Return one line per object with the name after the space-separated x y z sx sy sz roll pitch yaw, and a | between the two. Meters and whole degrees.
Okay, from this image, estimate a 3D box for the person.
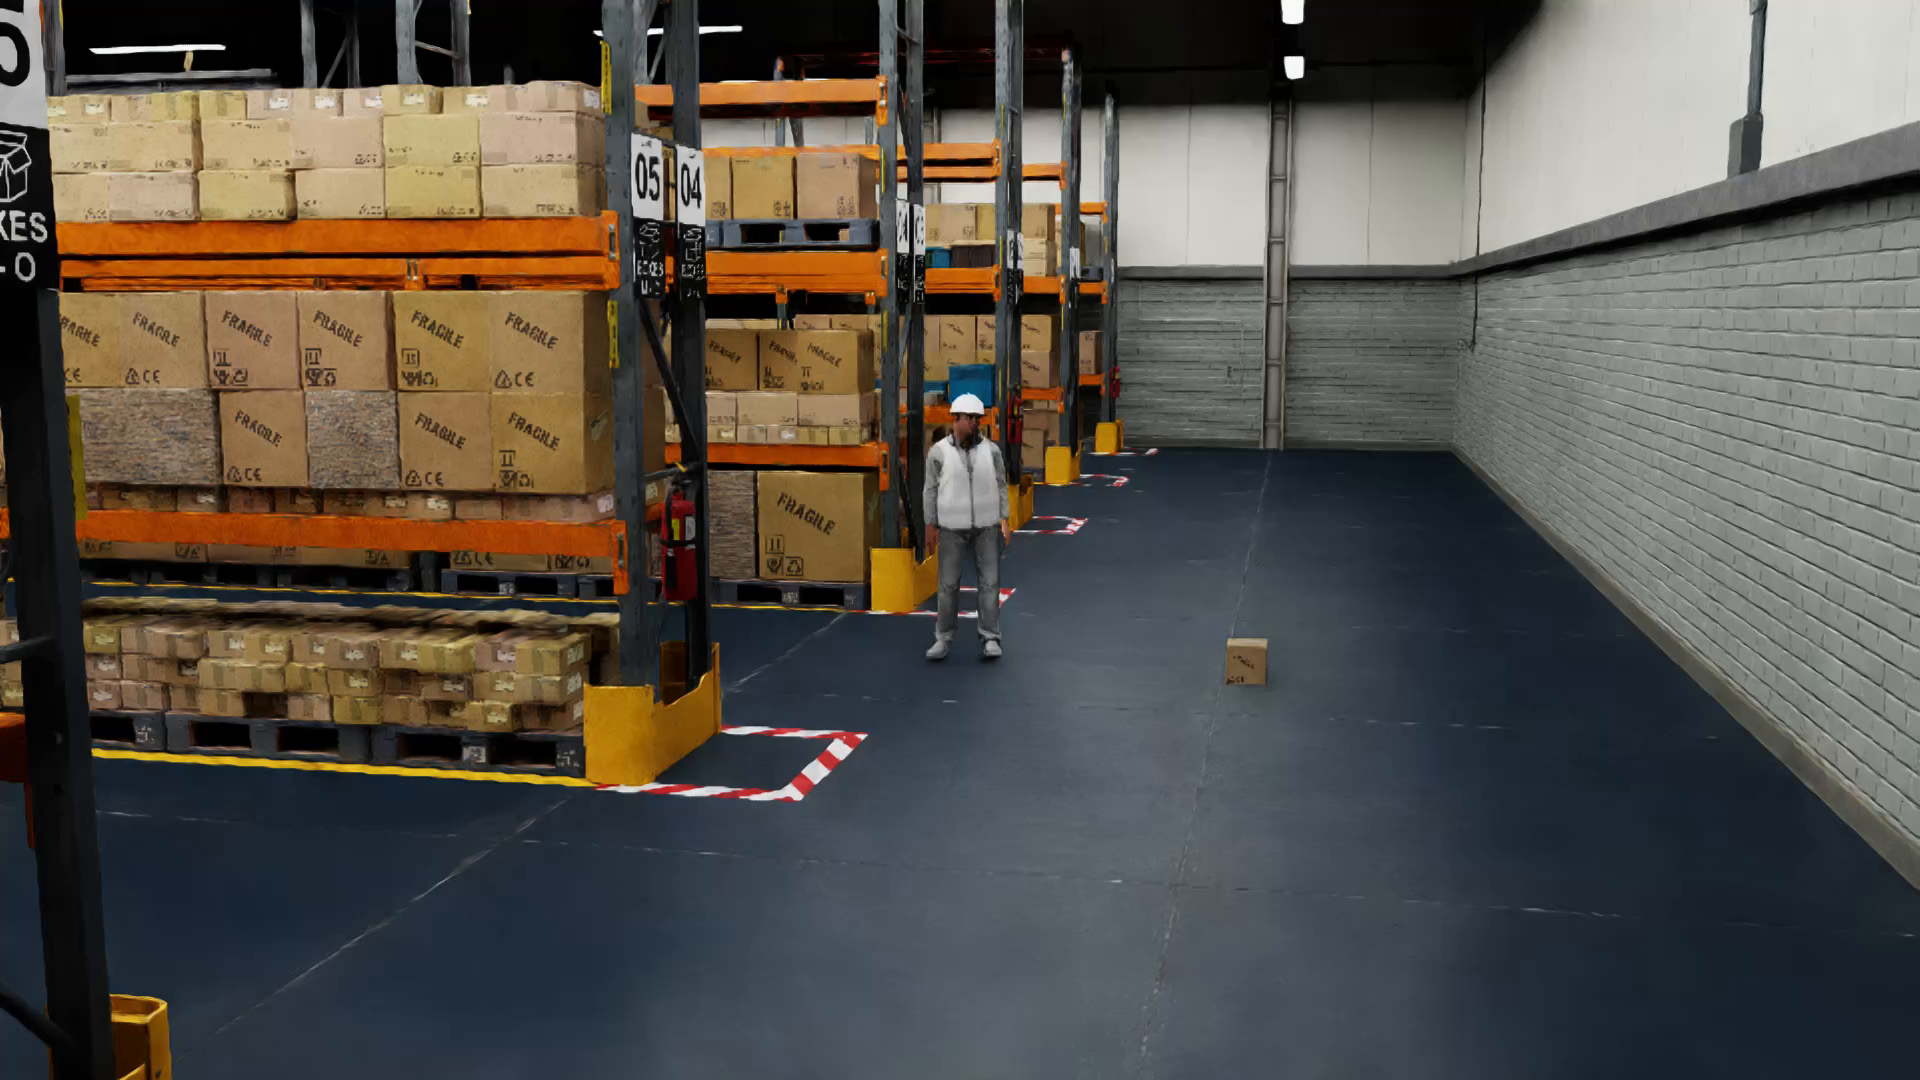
0.050 -0.090 11.161 0.588 1.781 0.470 -1 8 -9 | person
